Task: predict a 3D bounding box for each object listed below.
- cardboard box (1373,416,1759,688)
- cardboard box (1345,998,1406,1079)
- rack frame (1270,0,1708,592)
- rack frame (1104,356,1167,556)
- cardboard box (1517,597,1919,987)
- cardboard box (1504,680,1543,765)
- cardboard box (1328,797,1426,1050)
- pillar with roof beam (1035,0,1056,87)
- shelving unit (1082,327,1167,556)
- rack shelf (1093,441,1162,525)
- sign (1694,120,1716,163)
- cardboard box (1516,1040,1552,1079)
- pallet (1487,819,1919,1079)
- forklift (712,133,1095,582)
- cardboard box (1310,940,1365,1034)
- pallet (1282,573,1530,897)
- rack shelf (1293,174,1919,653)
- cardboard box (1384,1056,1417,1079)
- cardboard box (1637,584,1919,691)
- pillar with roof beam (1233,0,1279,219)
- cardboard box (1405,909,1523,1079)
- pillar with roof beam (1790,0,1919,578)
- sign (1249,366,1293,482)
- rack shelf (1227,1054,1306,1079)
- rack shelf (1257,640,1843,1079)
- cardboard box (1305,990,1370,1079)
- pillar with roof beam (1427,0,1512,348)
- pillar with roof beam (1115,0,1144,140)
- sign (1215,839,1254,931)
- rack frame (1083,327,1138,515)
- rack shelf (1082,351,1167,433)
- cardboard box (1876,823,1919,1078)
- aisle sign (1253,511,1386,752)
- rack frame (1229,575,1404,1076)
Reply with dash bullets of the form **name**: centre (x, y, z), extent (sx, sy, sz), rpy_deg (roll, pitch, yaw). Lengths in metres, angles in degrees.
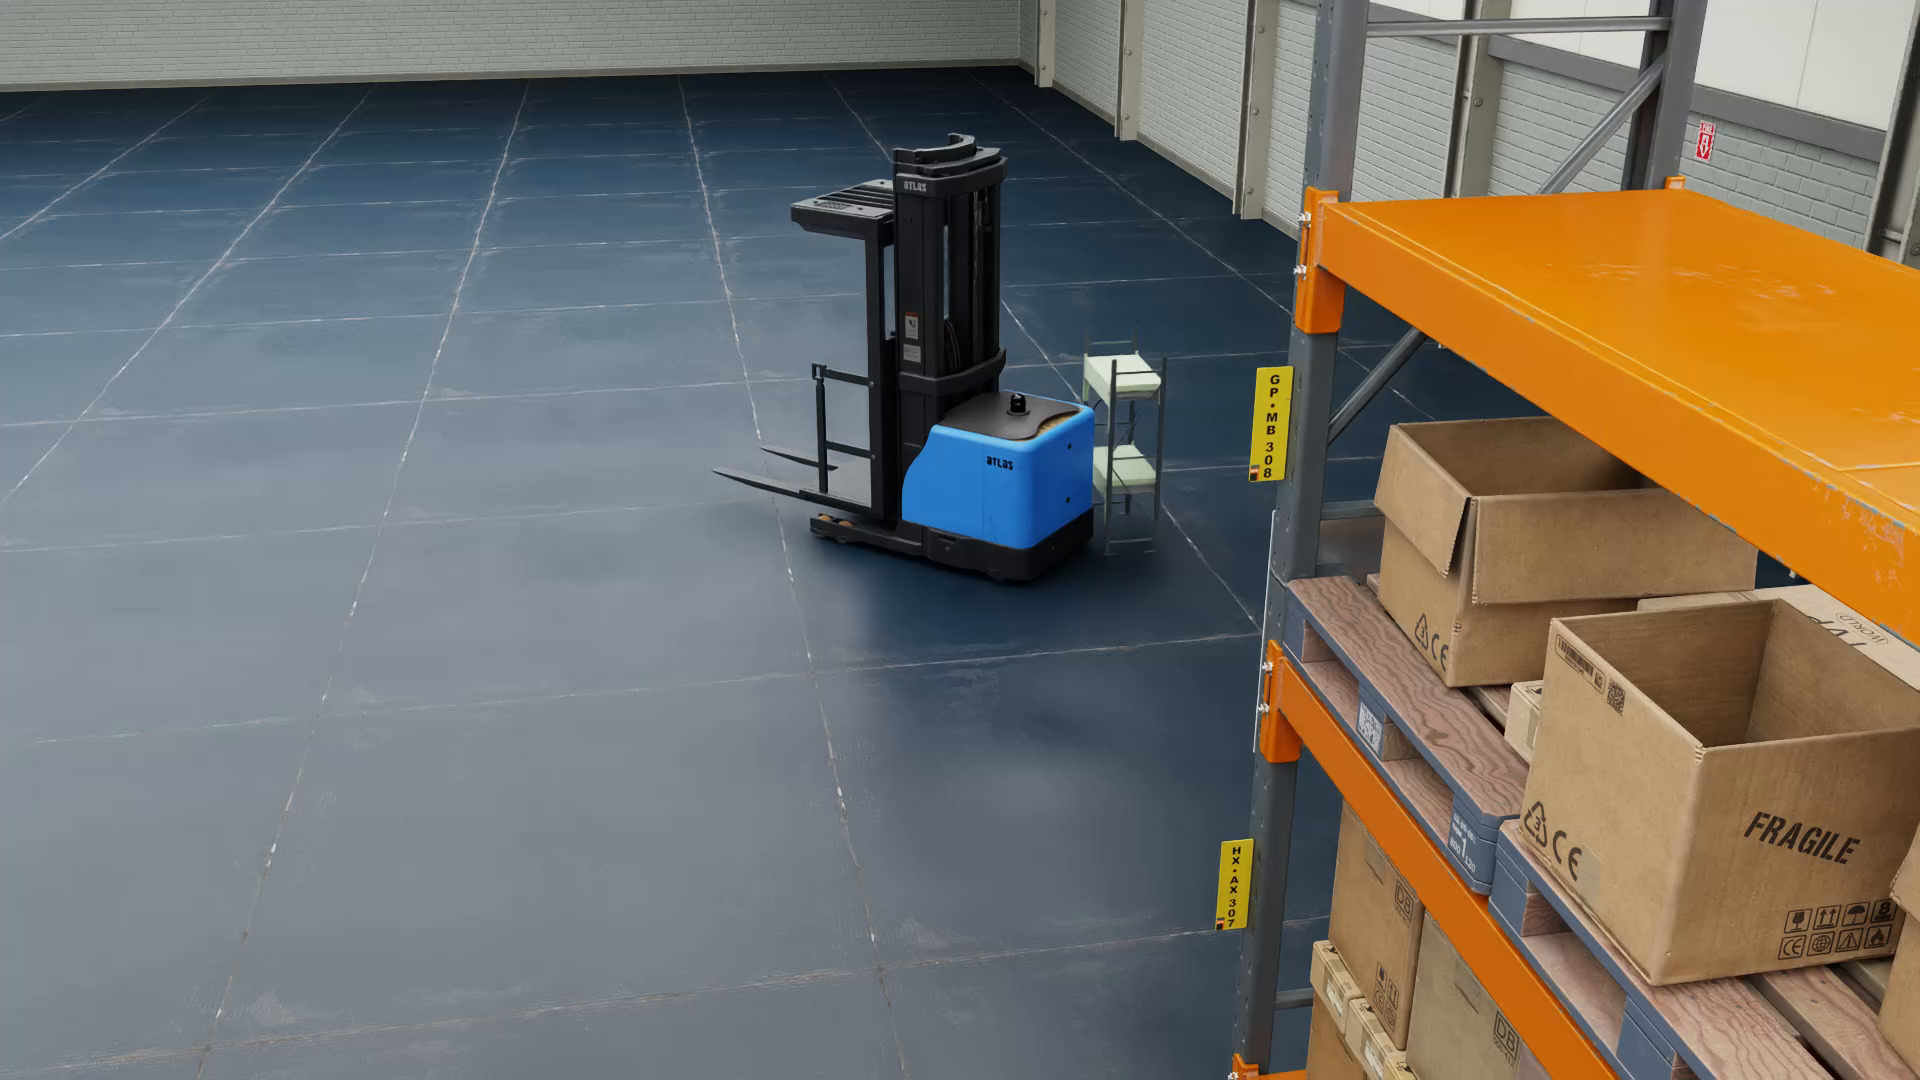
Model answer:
- **cardboard box**: centre (1.494, 0.007, 4.153), extent (0.797, 0.503, 0.637), rpy_deg (-3, 24, -6)
- **cardboard box**: centre (1.305, 1.390, 4.628), extent (0.380, 0.149, 0.250), rpy_deg (-5, 24, -11)
- **rack frame**: centre (1.392, -1.290, 4.204), extent (1.000, 3.000, 0.127), rpy_deg (-4, 24, -10)
- **rack frame**: centre (1.258, -0.587, 11.962), extent (0.400, 1.500, 0.023), rpy_deg (-4, 24, -10)
- **cardboard box**: centre (1.431, 0.455, 3.130), extent (0.500, 0.500, 0.500), rpy_deg (-4, 24, -10)
- **cardboard box**: centre (1.437, 0.419, 3.653), extent (0.380, 0.149, 0.250), rpy_deg (-4, 24, -10)
- **cardboard box**: centre (1.476, 1.024, 4.655), extent (0.700, 0.500, 0.500), rpy_deg (-4, 24, -10)
- **pillar with roof beam**: centre (-2.539, -12.929, 30.851), extent (9.100, 9.000, 0.400), rpy_deg (-4, 24, -10)
- **shelving unit**: centre (1.191, -0.731, 12.292), extent (0.431, 1.500, 0.755), rpy_deg (-4, 24, -10)
- **rack shelf**: centre (1.191, -0.432, 12.423), extent (0.431, 0.370, 0.720), rpy_deg (-4, 24, -10)
- **sign**: centre (5.807, -3.106, 12.959), extent (0.001, 0.298, 0.199), rpy_deg (-4, 24, -10)
- **cardboard box**: centre (1.672, 1.429, 3.728), extent (0.700, 0.500, 0.500), rpy_deg (-4, 24, -10)
- **pallet**: centre (1.727, 0.886, 3.080), extent (1.003, 0.211, 1.213), rpy_deg (-4, 24, -10)
- **forklift**: centre (-0.525, -1.479, 12.217), extent (3.031, 2.935, 1.130), rpy_deg (14, 27, 30)
- **cardboard box**: centre (1.253, 1.286, 4.865), extent (0.380, 0.149, 0.250), rpy_deg (-4, 24, -10)
- **pallet**: centre (1.498, 0.405, 4.181), extent (1.003, 0.211, 1.213), rpy_deg (-4, 24, -10)
- **rack shelf**: centre (1.762, 0.009, 2.627), extent (1.077, 0.370, 4.000), rpy_deg (-4, 24, -10)
- **cardboard box**: centre (1.350, 1.488, 4.403), extent (0.380, 0.149, 0.250), rpy_deg (-4, 24, -10)
- **cardboard box**: centre (1.864, 0.330, 3.730), extent (0.500, 0.250, 0.500), rpy_deg (-4, 24, -10)
- **pillar with roof beam**: centre (-0.320, -8.209, 20.044), extent (9.100, 9.000, 0.400), rpy_deg (-4, 24, -10)
- **cardboard box**: centre (1.578, 1.230, 4.182), extent (0.700, 0.500, 0.500), rpy_deg (-5, 24, -11)
- **pillar with roof beam**: centre (1.899, -3.489, 9.237), extent (9.100, 9.000, 0.400), rpy_deg (-4, 24, -10)
- **sign**: centre (0.846, -0.314, 4.525), extent (0.100, 0.325, 0.005), rpy_deg (-4, 24, -10)
- **rack shelf**: centre (1.762, 2.575, 3.747), extent (1.077, 0.370, 4.000), rpy_deg (-4, 24, -10)
- **rack shelf**: centre (1.762, 1.201, 3.147), extent (1.077, 0.370, 4.000), rpy_deg (-4, 24, -10)
- **cardboard box**: centre (1.466, 1.598, 4.962), extent (0.700, 0.500, 0.500), rpy_deg (-4, 24, -10)
- **pillar with roof beam**: centre (0.790, -5.849, 14.641), extent (9.100, 9.000, 0.400), rpy_deg (-4, 24, -10)
- **pillar with roof beam**: centre (-1.429, -10.569, 25.448), extent (9.100, 9.000, 0.400), rpy_deg (-4, 24, -10)
- **sign**: centre (0.846, 1.065, 5.127), extent (0.100, 0.325, 0.005), rpy_deg (-4, 24, -10)
- **rack frame**: centre (1.124, -0.875, 12.622), extent (0.400, 1.500, 0.023), rpy_deg (-4, 24, -10)
- **rack shelf**: centre (1.192, -1.089, 12.136), extent (0.431, 0.370, 0.720), rpy_deg (-4, 24, -10)
- **cardboard box**: centre (1.951, 0.697, 2.574), extent (0.797, 0.503, 0.637), rpy_deg (-2, 24, -4)
- **aisle sign**: centre (1.079, 0.264, 4.892), extent (0.394, 0.787, 0.004), rpy_deg (-4, 24, -10)
- **rack frame**: centre (1.392, 1.459, 5.405), extent (1.000, 3.000, 0.127), rpy_deg (-4, 24, -10)
